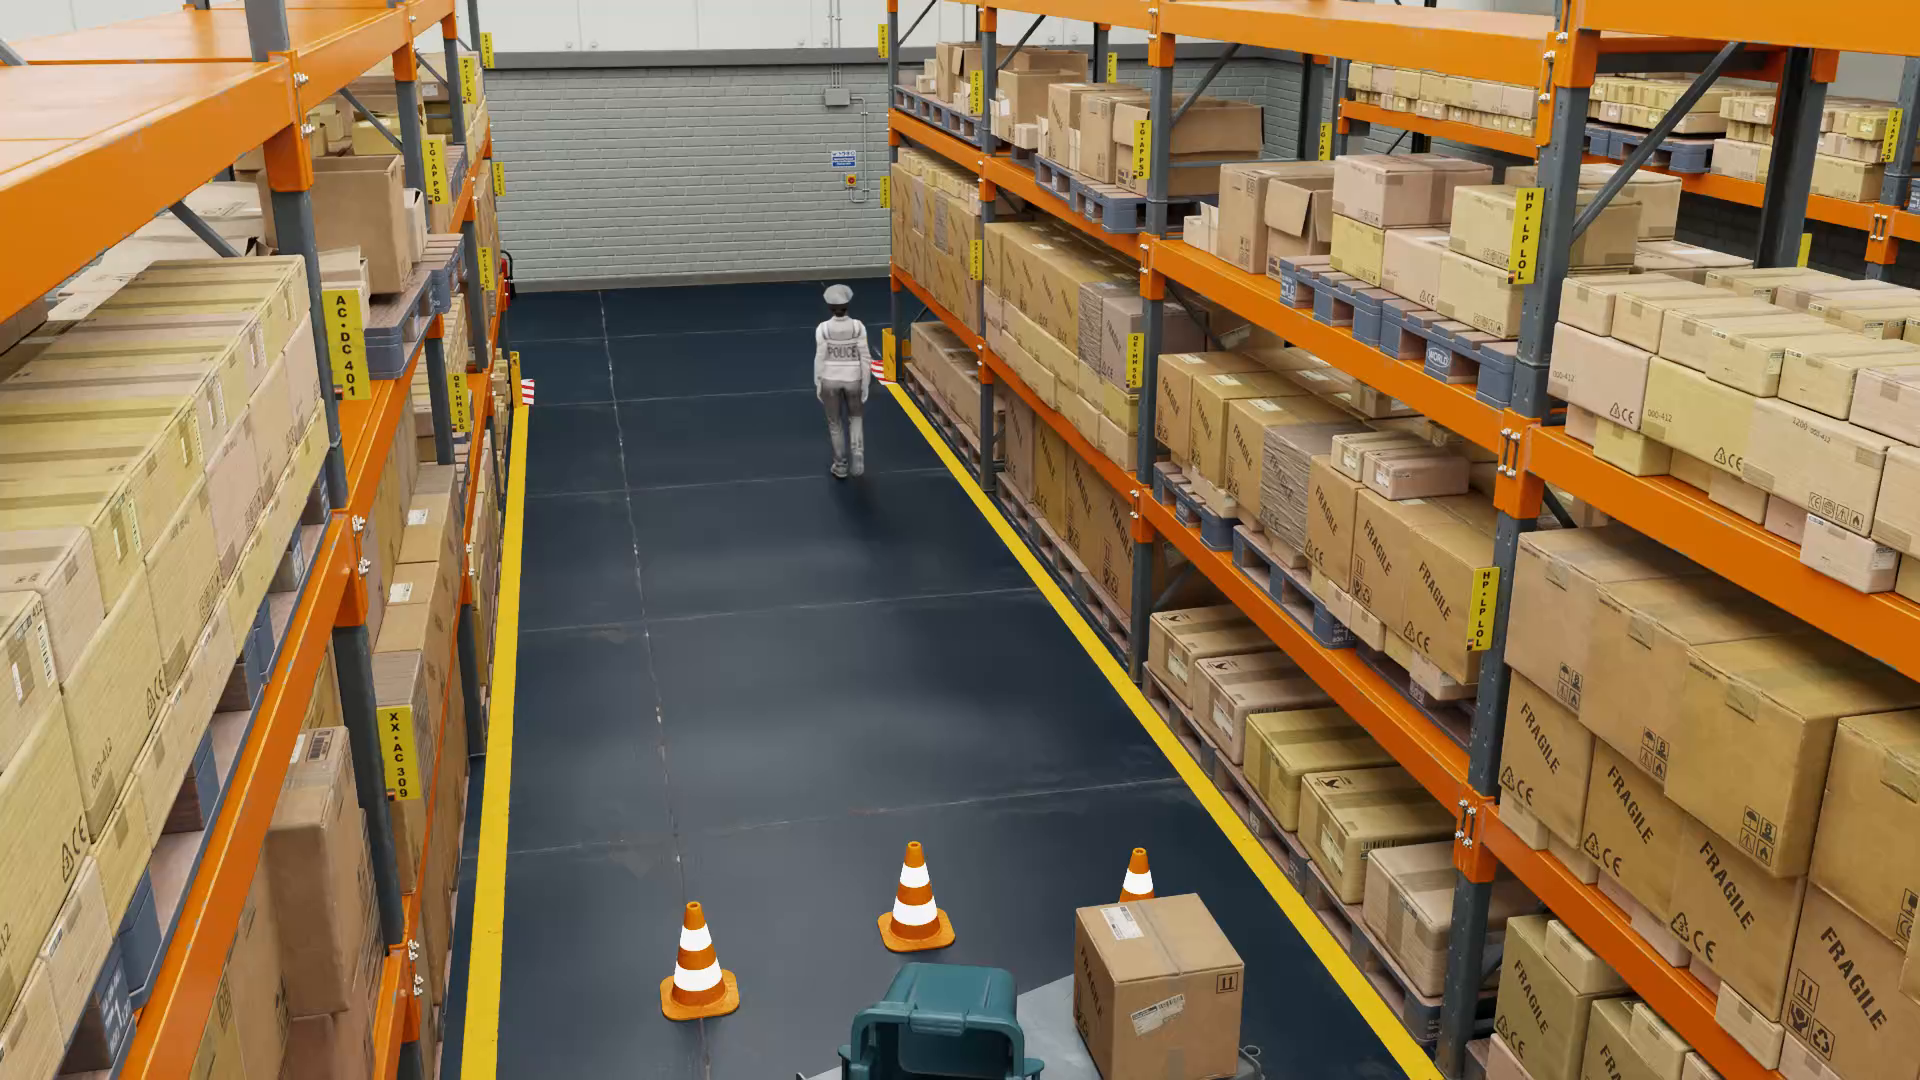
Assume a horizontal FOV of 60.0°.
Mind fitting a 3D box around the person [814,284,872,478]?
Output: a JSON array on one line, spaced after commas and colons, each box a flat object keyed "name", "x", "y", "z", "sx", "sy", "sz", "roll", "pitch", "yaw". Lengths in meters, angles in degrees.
[{"name": "person", "x": -0.997, "y": -1.343, "z": 14.200, "sx": 0.484, "sy": 1.675, "sz": 0.481, "roll": -4, "pitch": 20, "yaw": -12}]
